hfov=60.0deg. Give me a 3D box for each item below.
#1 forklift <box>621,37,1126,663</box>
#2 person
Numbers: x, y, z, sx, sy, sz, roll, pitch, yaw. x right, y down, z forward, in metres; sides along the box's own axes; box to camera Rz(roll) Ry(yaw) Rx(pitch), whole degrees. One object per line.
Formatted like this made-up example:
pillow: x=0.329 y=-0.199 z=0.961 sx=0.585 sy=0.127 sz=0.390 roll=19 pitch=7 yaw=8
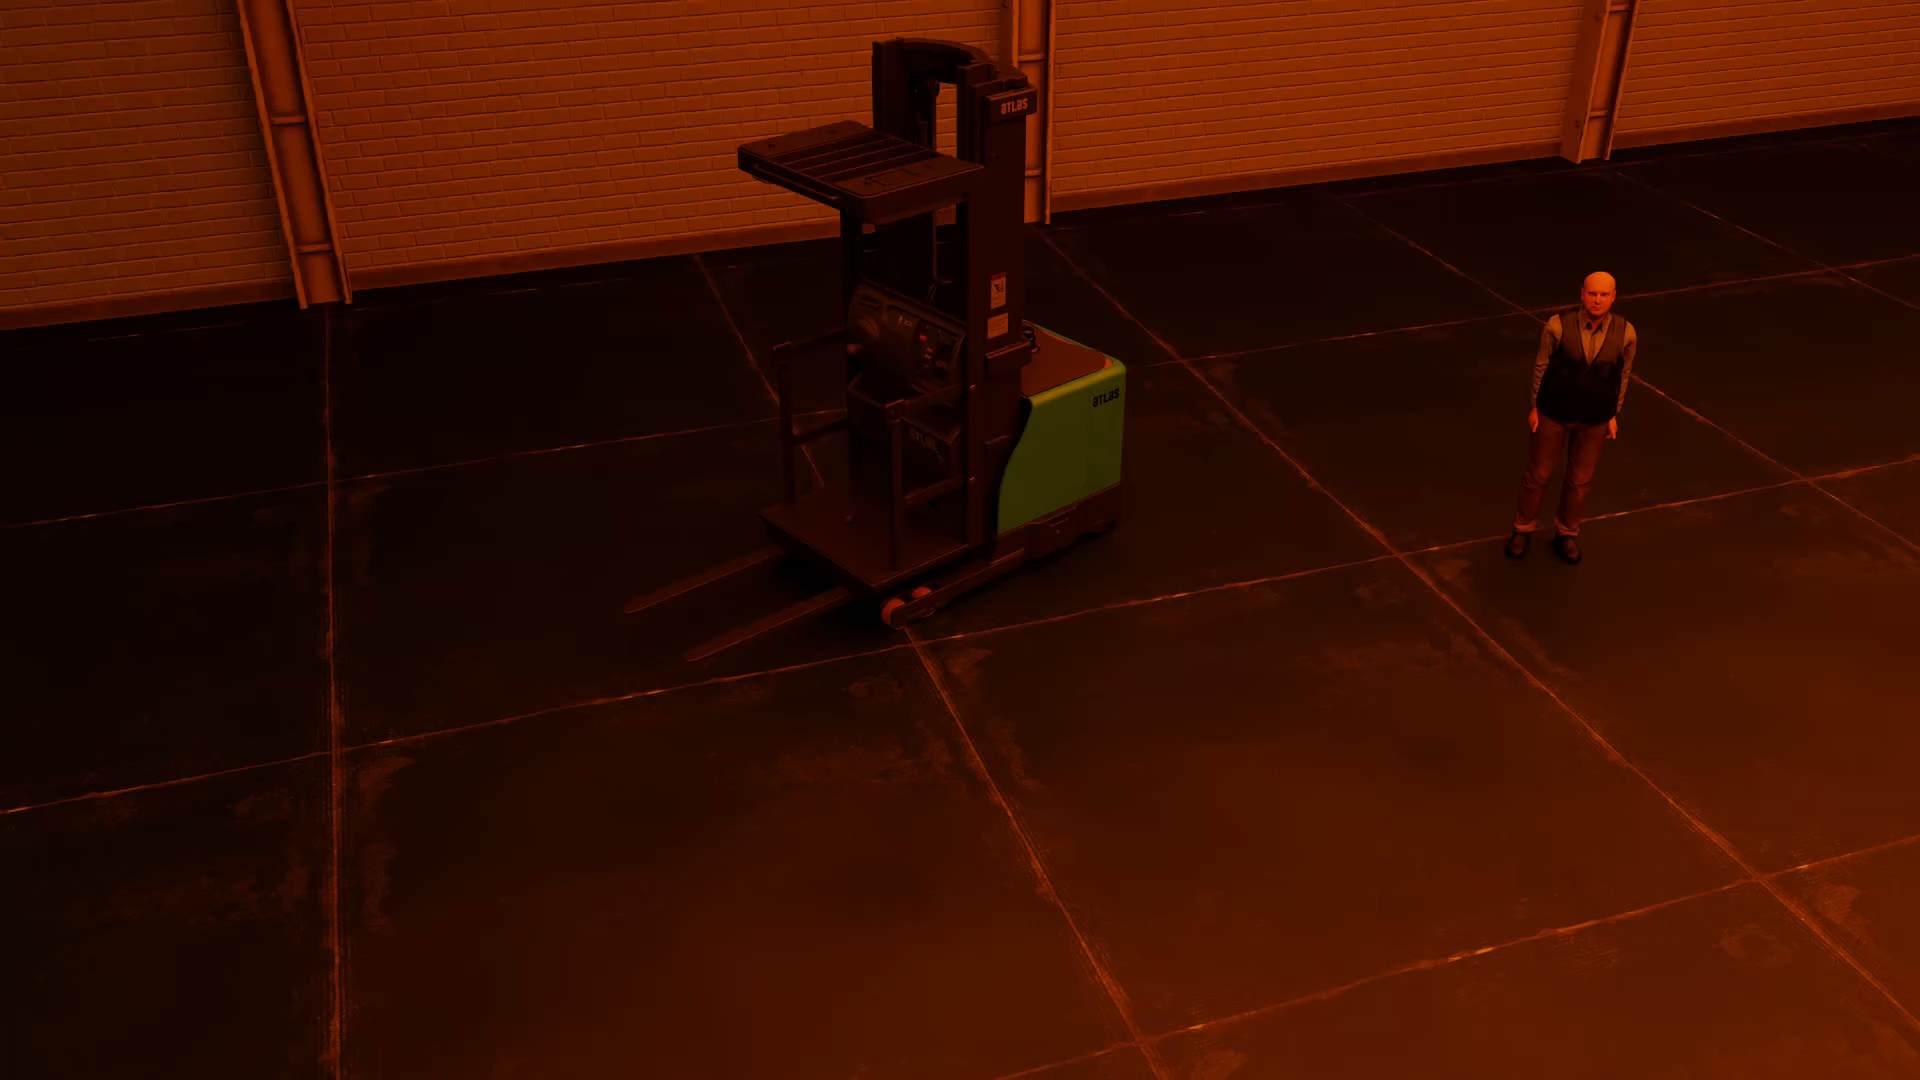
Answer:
forklift: x=-0.461 y=-1.072 z=8.951 sx=3.031 sy=2.935 sz=1.130 roll=-23 pitch=37 yaw=-34
person: x=3.507 y=-0.699 z=9.519 sx=0.523 sy=1.723 sz=0.375 roll=5 pitch=30 yaw=9
